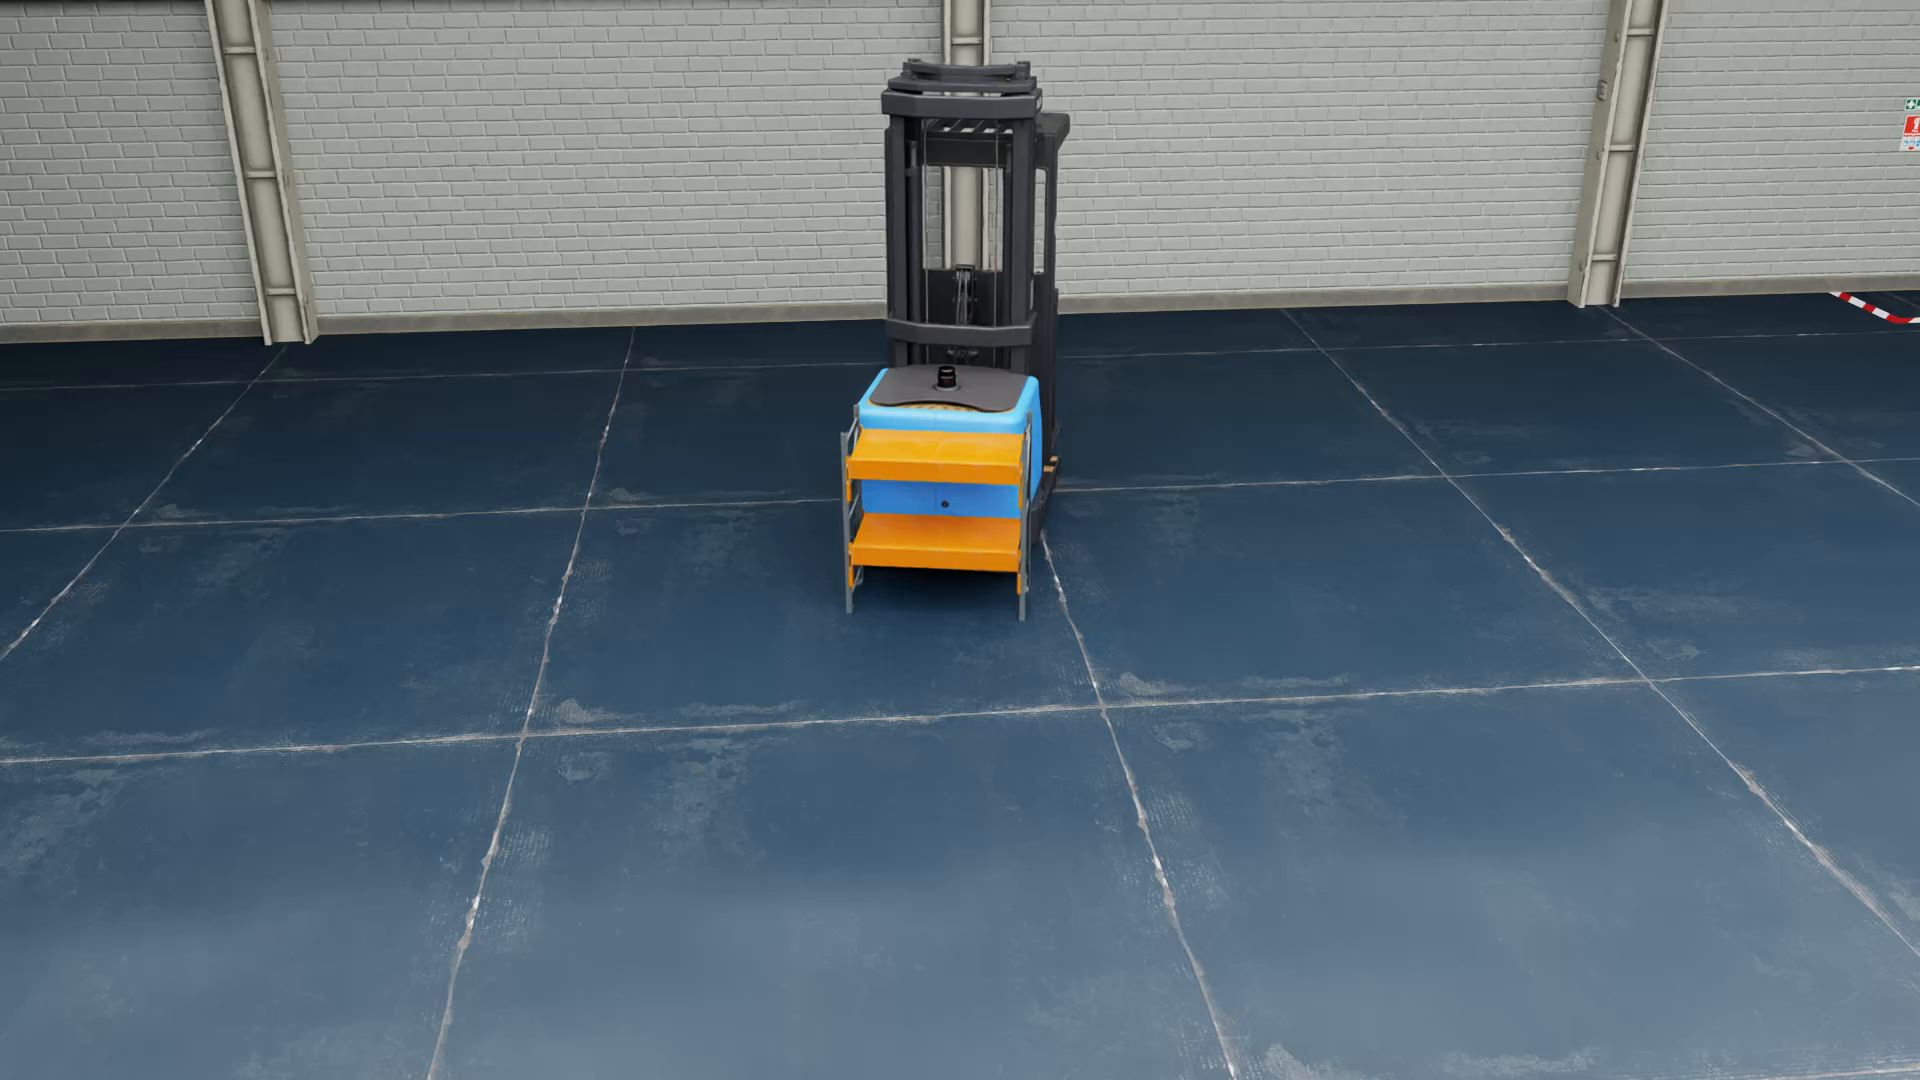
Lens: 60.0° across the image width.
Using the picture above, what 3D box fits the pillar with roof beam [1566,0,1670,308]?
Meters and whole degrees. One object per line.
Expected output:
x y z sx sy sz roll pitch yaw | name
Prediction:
6.441 -4.632 10.093 0.400 9.000 9.100 -2 24 -5 | pillar with roof beam

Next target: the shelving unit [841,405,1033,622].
-0.123 -0.161 9.727 1.048 1.125 0.538 2 24 5 | shelving unit

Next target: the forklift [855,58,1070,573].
0.111 -1.705 10.977 1.130 2.935 3.031 4 24 9 | forklift

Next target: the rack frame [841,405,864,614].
-0.629 -0.181 9.772 0.032 1.125 0.500 2 24 5 | rack frame

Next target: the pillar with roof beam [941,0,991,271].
0.470 -4.393 9.554 0.400 9.000 9.100 -2 24 -5 | pillar with roof beam

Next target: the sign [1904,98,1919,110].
8.970 -4.062 15.500 0.331 0.109 0.001 -2 24 -5 | sign

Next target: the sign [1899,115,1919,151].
8.965 -3.823 15.615 0.234 0.329 0.001 -2 24 -5 | sign

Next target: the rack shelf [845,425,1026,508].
-0.123 -0.428 9.608 1.000 0.278 0.538 2 24 5 | rack shelf

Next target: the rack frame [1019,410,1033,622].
0.383 -0.141 9.682 0.032 1.125 0.500 2 24 5 | rack frame

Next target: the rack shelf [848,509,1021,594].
-0.123 0.063 9.826 1.000 0.278 0.538 2 24 5 | rack shelf

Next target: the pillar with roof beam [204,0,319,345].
-5.501 -4.153 9.015 0.400 9.000 9.100 -2 24 -5 | pillar with roof beam
